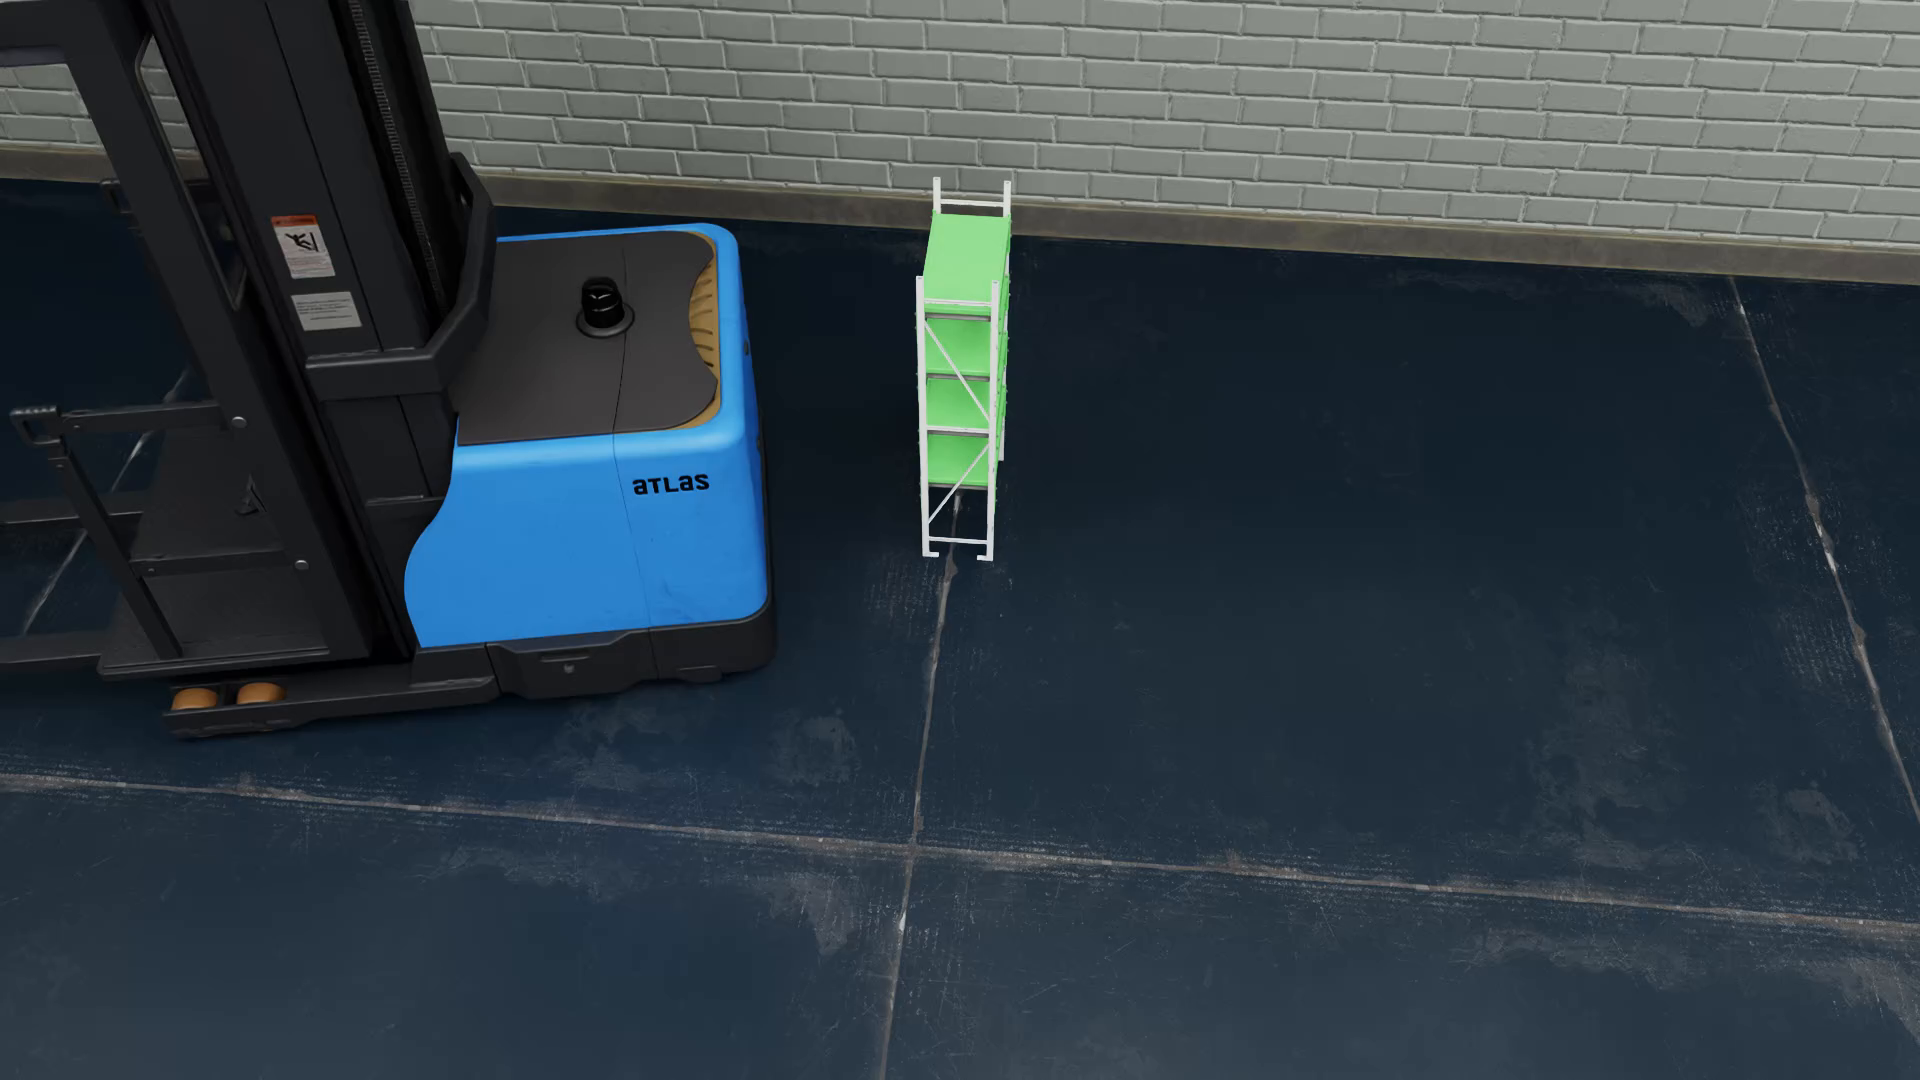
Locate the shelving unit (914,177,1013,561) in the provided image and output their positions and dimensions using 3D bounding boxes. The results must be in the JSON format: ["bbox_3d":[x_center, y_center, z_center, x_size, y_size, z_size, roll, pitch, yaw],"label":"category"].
[{"bbox_3d":[0.015,-0.527,5.419,0.258,1.200,0.503,4,48,4],"label":"shelving unit"}]

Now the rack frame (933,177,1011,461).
[{"bbox_3d":[0.037,-0.706,5.583,0.240,1.200,0.015,4,48,4],"label":"rack frame"}]

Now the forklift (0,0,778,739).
[{"bbox_3d":[-2.141,-0.789,4.485,3.031,2.935,1.130,-5,48,-5],"label":"forklift"}]

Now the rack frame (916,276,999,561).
[{"bbox_3d":[-0.007,-0.347,5.255,0.240,1.200,0.015,4,48,4],"label":"rack frame"}]

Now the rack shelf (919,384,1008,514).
[{"bbox_3d":[0.015,-0.321,5.643,0.258,0.148,0.480,4,48,4],"label":"rack shelf"}]

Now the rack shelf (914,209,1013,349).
[{"bbox_3d":[0.015,-0.807,5.111,0.258,0.148,0.480,4,48,4],"label":"rack shelf"}]

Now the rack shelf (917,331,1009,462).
[{"bbox_3d":[0.015,-0.483,5.466,0.258,0.148,0.480,4,48,4],"label":"rack shelf"}]

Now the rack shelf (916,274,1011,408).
[{"bbox_3d":[0.015,-0.645,5.289,0.258,0.148,0.480,4,48,4],"label":"rack shelf"}]
